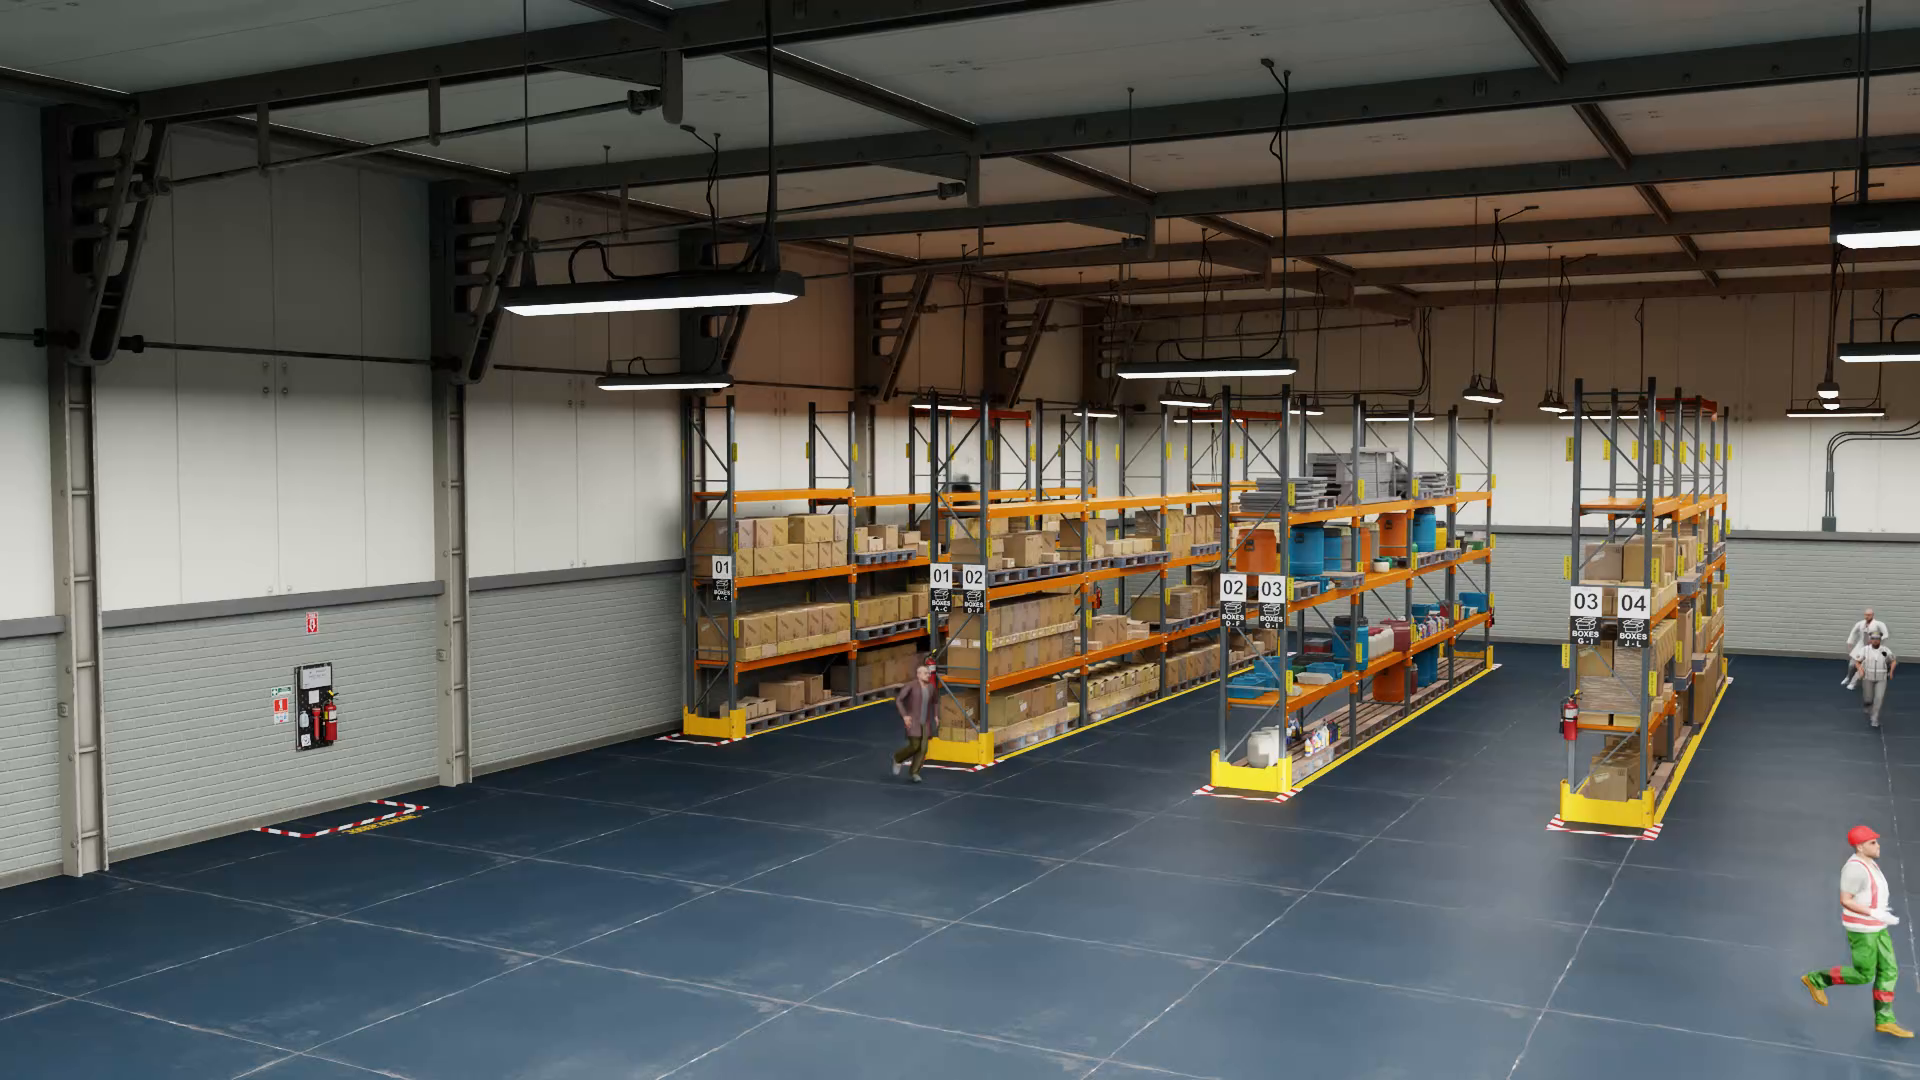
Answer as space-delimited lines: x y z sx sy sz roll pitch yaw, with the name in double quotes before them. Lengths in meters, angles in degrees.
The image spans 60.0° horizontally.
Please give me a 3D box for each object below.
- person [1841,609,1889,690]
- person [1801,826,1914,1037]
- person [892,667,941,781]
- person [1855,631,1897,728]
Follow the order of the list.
"person" 19.014 2.301 35.047 0.798 1.710 0.979 -2 4 -38
"person" 7.816 3.356 14.426 0.655 1.769 0.888 -3 4 -44
"person" -0.627 2.799 25.525 0.760 1.720 0.671 -2 4 -35
"person" 16.807 2.532 30.517 0.677 1.743 0.829 1 3 26
